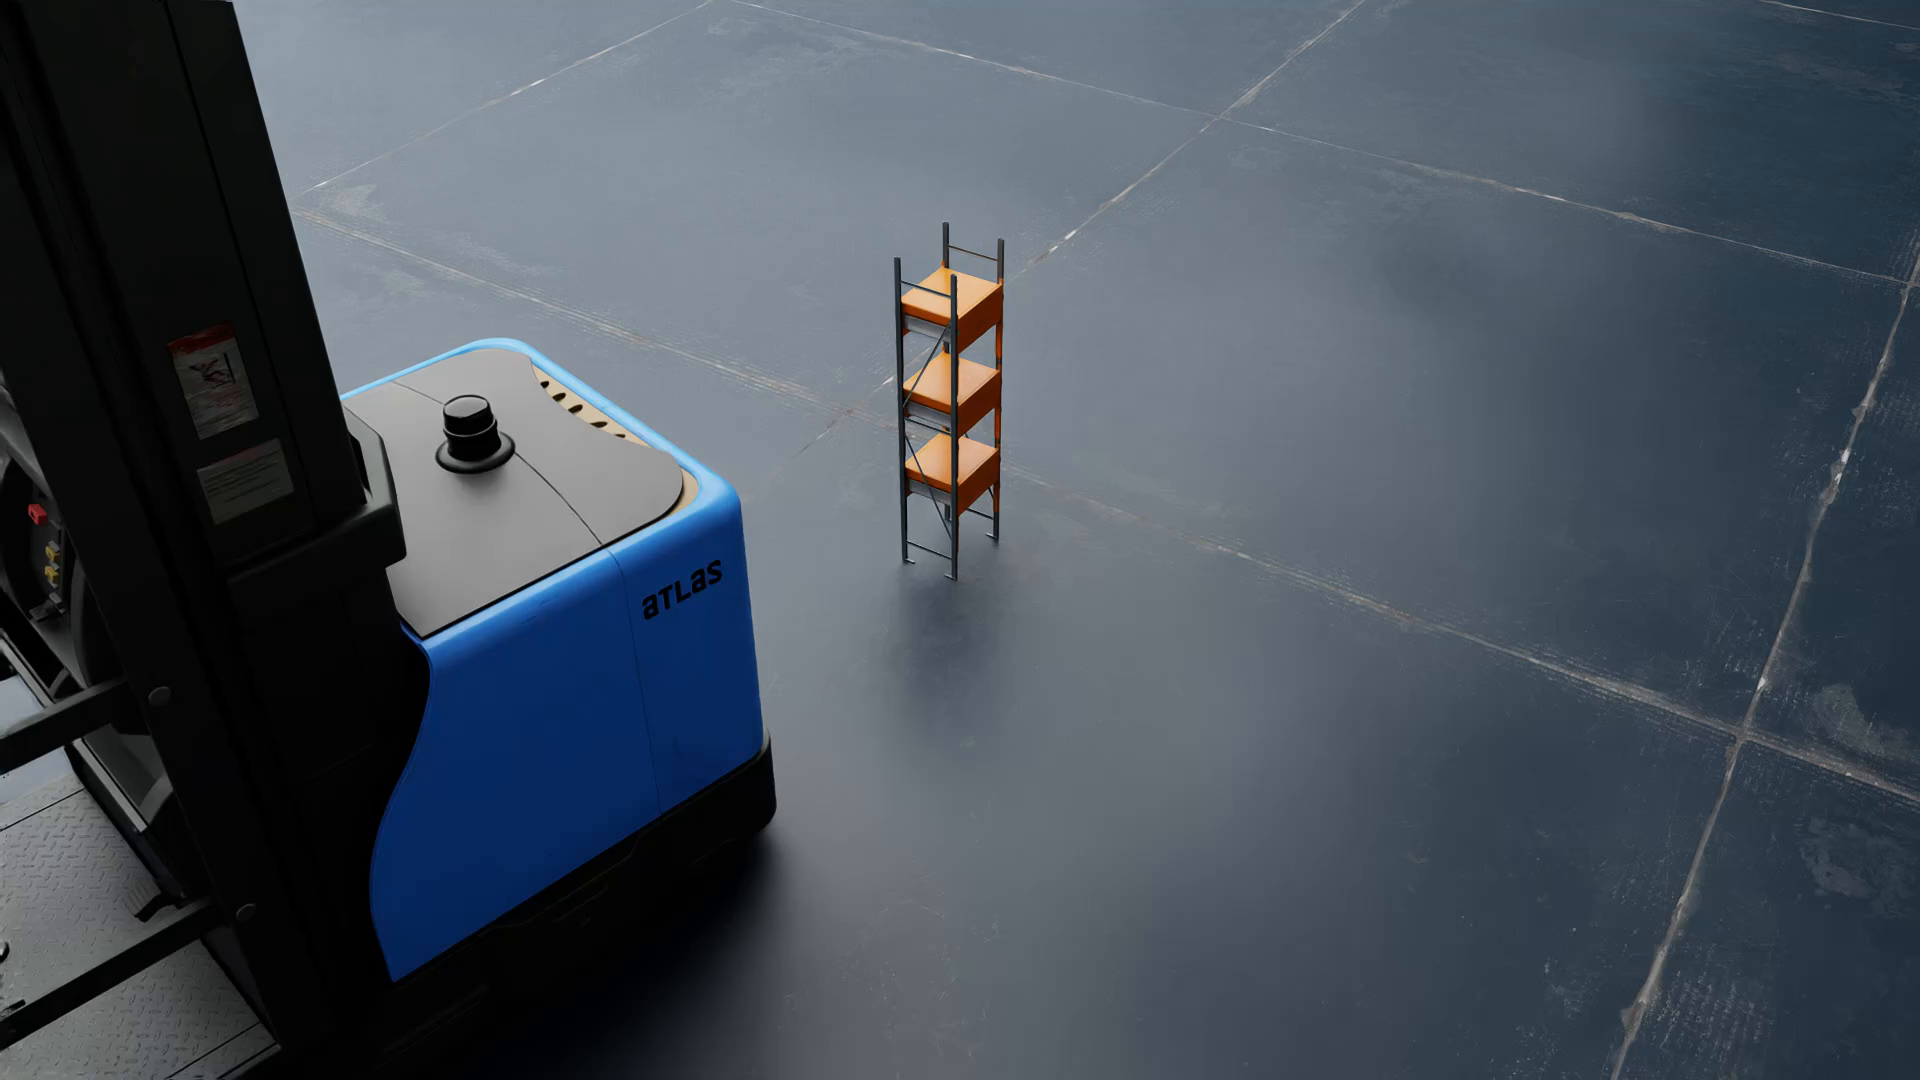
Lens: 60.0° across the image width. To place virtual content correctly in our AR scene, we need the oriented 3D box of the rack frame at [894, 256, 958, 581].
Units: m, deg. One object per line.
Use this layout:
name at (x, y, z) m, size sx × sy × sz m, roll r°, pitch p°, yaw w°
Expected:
rack frame at (-0.094, -0.325, 4.812) m, size 0.200 × 1.050 × 0.008 m, roll 21°, pitch 42°, yaw 25°

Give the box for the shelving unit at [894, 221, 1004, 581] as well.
shelving unit at (-0.029, -0.388, 4.894) m, size 0.215 × 1.050 × 0.252 m, roll 21°, pitch 42°, yaw 25°

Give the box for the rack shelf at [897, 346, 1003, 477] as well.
rack shelf at (-0.029, -0.380, 4.900) m, size 0.215 × 0.259 × 0.240 m, roll 21°, pitch 42°, yaw 25°

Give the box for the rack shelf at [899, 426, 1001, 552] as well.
rack shelf at (-0.029, -0.160, 5.070) m, size 0.215 × 0.259 × 0.240 m, roll 21°, pitch 42°, yaw 25°

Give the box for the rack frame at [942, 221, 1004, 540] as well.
rack frame at (0.037, -0.451, 4.975) m, size 0.200 × 1.050 × 0.008 m, roll 21°, pitch 42°, yaw 25°

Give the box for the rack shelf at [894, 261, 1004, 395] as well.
rack shelf at (-0.029, -0.605, 4.727) m, size 0.215 × 0.259 × 0.240 m, roll 21°, pitch 42°, yaw 25°

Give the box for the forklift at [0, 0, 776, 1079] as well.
forklift at (-1.880, -0.009, 2.861) m, size 3.031 × 2.935 × 1.130 m, roll -30°, pitch 47°, yaw -33°
